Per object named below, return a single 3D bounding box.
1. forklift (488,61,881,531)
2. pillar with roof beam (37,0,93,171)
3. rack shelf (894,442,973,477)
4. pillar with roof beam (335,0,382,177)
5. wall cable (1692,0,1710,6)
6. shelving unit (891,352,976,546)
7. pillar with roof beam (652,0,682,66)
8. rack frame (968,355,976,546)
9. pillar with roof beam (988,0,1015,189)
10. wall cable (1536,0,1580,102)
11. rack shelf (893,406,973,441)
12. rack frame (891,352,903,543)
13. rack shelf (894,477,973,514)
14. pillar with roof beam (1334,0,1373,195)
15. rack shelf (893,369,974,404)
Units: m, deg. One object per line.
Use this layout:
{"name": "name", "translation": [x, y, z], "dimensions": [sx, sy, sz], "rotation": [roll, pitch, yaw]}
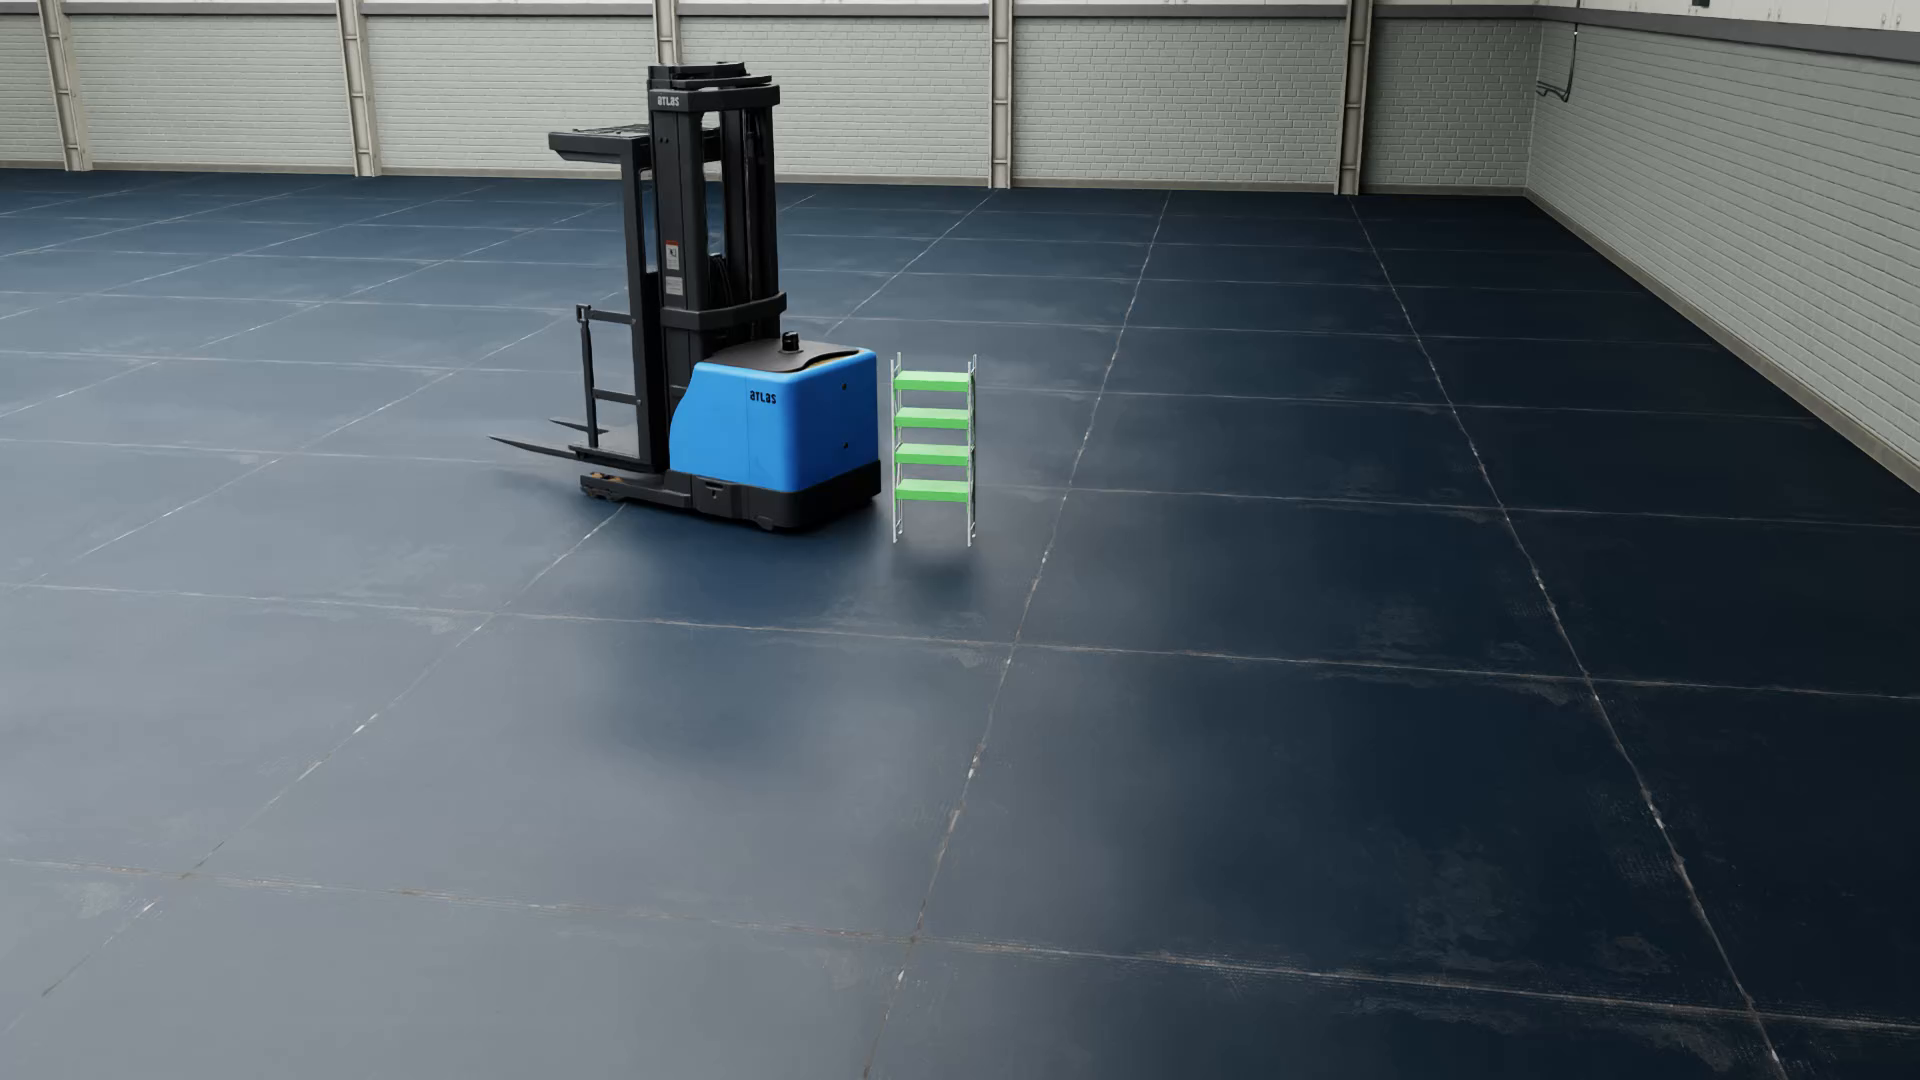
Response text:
{"name": "forklift", "translation": [-2.068, -1.785, 11.520], "dimensions": [3.031, 2.935, 1.130], "rotation": [11, 22, 31]}
{"name": "pillar with roof beam", "translation": [-17.737, -10.084, 26.759], "dimensions": [0.400, 9.000, 9.100], "rotation": [3, 19, 9]}
{"name": "rack shelf", "translation": [-0.163, -0.517, 10.658], "dimensions": [0.480, 0.148, 0.258], "rotation": [3, 19, 9]}
{"name": "pillar with roof beam", "translation": [-11.813, -9.782, 25.857], "dimensions": [0.400, 9.000, 9.100], "rotation": [3, 19, 9]}
{"name": "wall cable", "translation": [7.819, -8.302, 16.073], "dimensions": [0.169, 6.003, 2.305], "rotation": [3, 19, 9]}
{"name": "shelving unit", "translation": [-0.163, -0.577, 10.638], "dimensions": [0.503, 1.200, 0.258], "rotation": [3, 19, 9]}
{"name": "pillar with roof beam", "translation": [-5.889, -9.480, 24.954], "dimensions": [0.400, 9.000, 9.100], "rotation": [3, 19, 9]}
{"name": "rack frame", "translation": [0.077, -0.565, 10.601], "dimensions": [0.015, 1.200, 0.240], "rotation": [3, 19, 9]}
{"name": "pillar with roof beam", "translation": [0.035, -9.178, 24.052], "dimensions": [0.400, 9.000, 9.100], "rotation": [3, 19, 9]}
{"name": "wall cable", "translation": [9.341, -8.190, 25.991], "dimensions": [0.112, 2.526, 3.097], "rotation": [3, 19, 9]}
{"name": "rack shelf", "translation": [-0.163, -0.744, 10.582], "dimensions": [0.480, 0.148, 0.258], "rotation": [3, 19, 9]}
{"name": "rack frame", "translation": [-0.404, -0.590, 10.674], "dimensions": [0.015, 1.200, 0.240], "rotation": [3, 19, 9]}
{"name": "rack shelf", "translation": [-0.163, -0.289, 10.734], "dimensions": [0.480, 0.148, 0.258], "rotation": [3, 19, 9]}
{"name": "pillar with roof beam", "translation": [5.959, -8.876, 23.149], "dimensions": [0.400, 9.000, 9.100], "rotation": [3, 19, 9]}
{"name": "rack shelf", "translation": [-0.163, -0.972, 10.506], "dimensions": [0.480, 0.148, 0.258], "rotation": [3, 19, 9]}
